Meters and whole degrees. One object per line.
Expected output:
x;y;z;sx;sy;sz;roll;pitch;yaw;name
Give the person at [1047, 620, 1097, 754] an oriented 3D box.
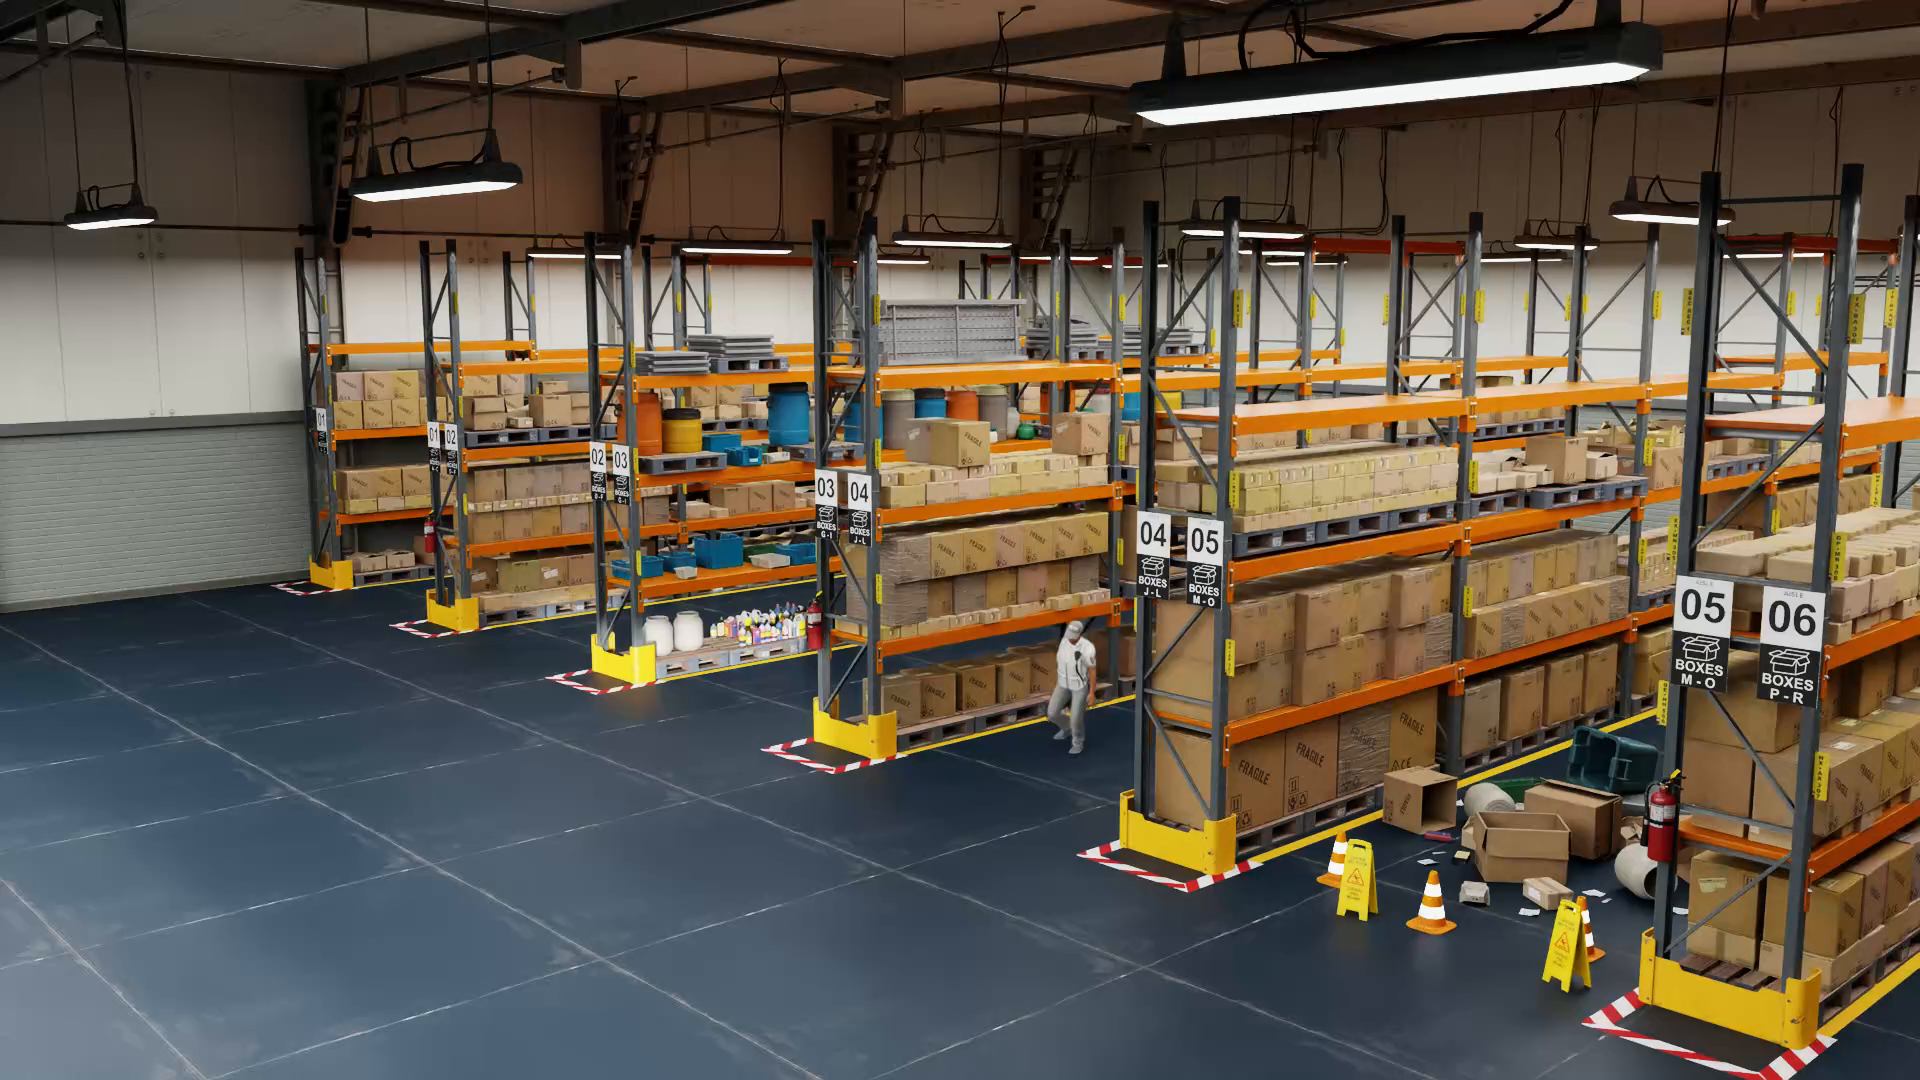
1.279;1.643;18.757;0.734;1.581;0.675;6;10;37;person
